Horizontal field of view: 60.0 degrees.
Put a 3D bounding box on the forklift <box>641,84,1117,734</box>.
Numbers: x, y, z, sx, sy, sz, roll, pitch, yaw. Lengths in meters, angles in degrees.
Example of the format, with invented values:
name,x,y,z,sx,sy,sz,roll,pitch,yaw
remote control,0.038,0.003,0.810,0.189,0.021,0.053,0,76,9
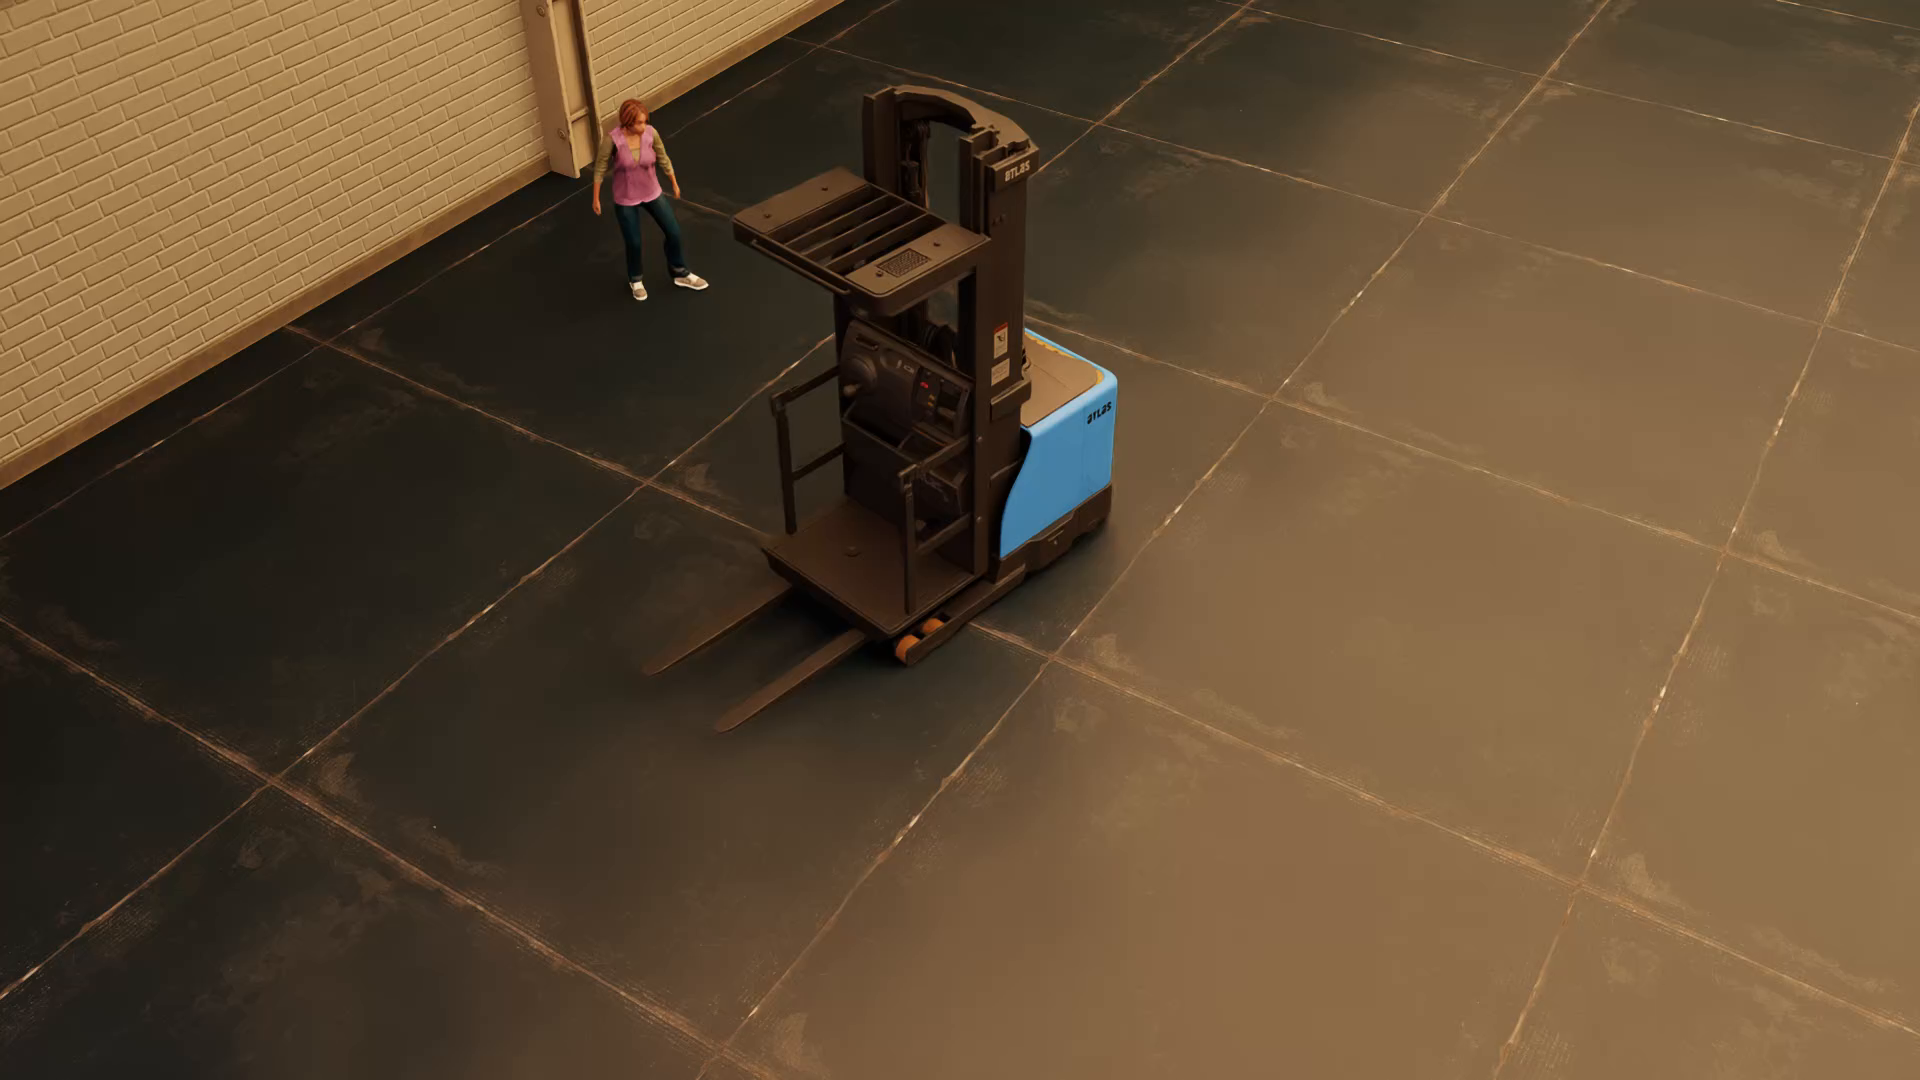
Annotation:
name,x,y,z,sx,sy,sz,roll,pitch,yaw
forklift,-0.447,-0.791,8.900,1.130,2.935,3.031,32,50,32

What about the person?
name,x,y,z,sx,sy,sz,roll,pitch,yaw
person,-2.269,-2.455,11.932,0.726,1.564,0.379,-18,44,-20
